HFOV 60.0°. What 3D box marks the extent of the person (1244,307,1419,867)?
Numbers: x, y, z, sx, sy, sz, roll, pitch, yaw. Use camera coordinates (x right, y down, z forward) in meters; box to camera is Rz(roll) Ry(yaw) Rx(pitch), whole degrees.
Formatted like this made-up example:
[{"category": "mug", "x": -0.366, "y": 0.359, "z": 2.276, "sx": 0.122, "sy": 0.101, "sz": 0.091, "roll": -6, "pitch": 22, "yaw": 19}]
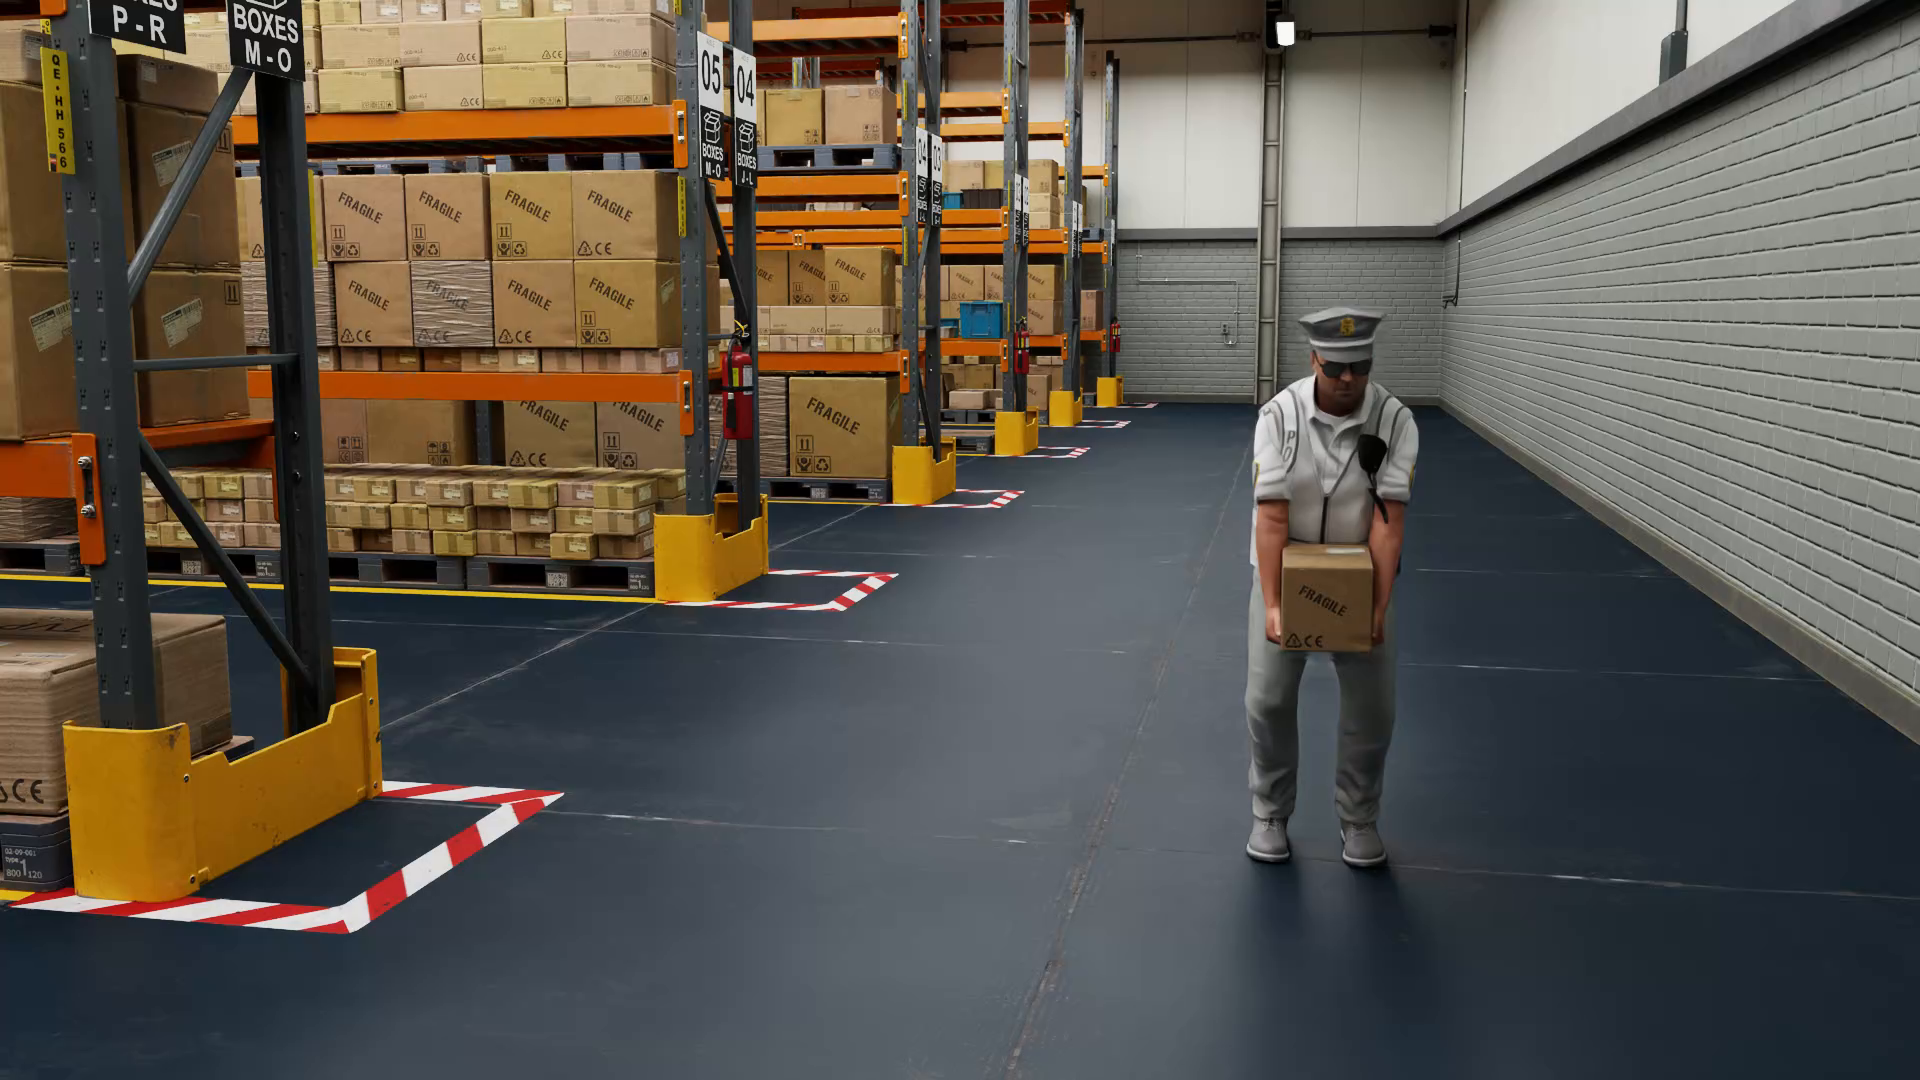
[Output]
[{"category": "person", "x": 1.106, "y": 0.150, "z": 4.998, "sx": 0.483, "sy": 1.681, "sz": 0.604, "roll": 1, "pitch": 8, "yaw": 10}]
